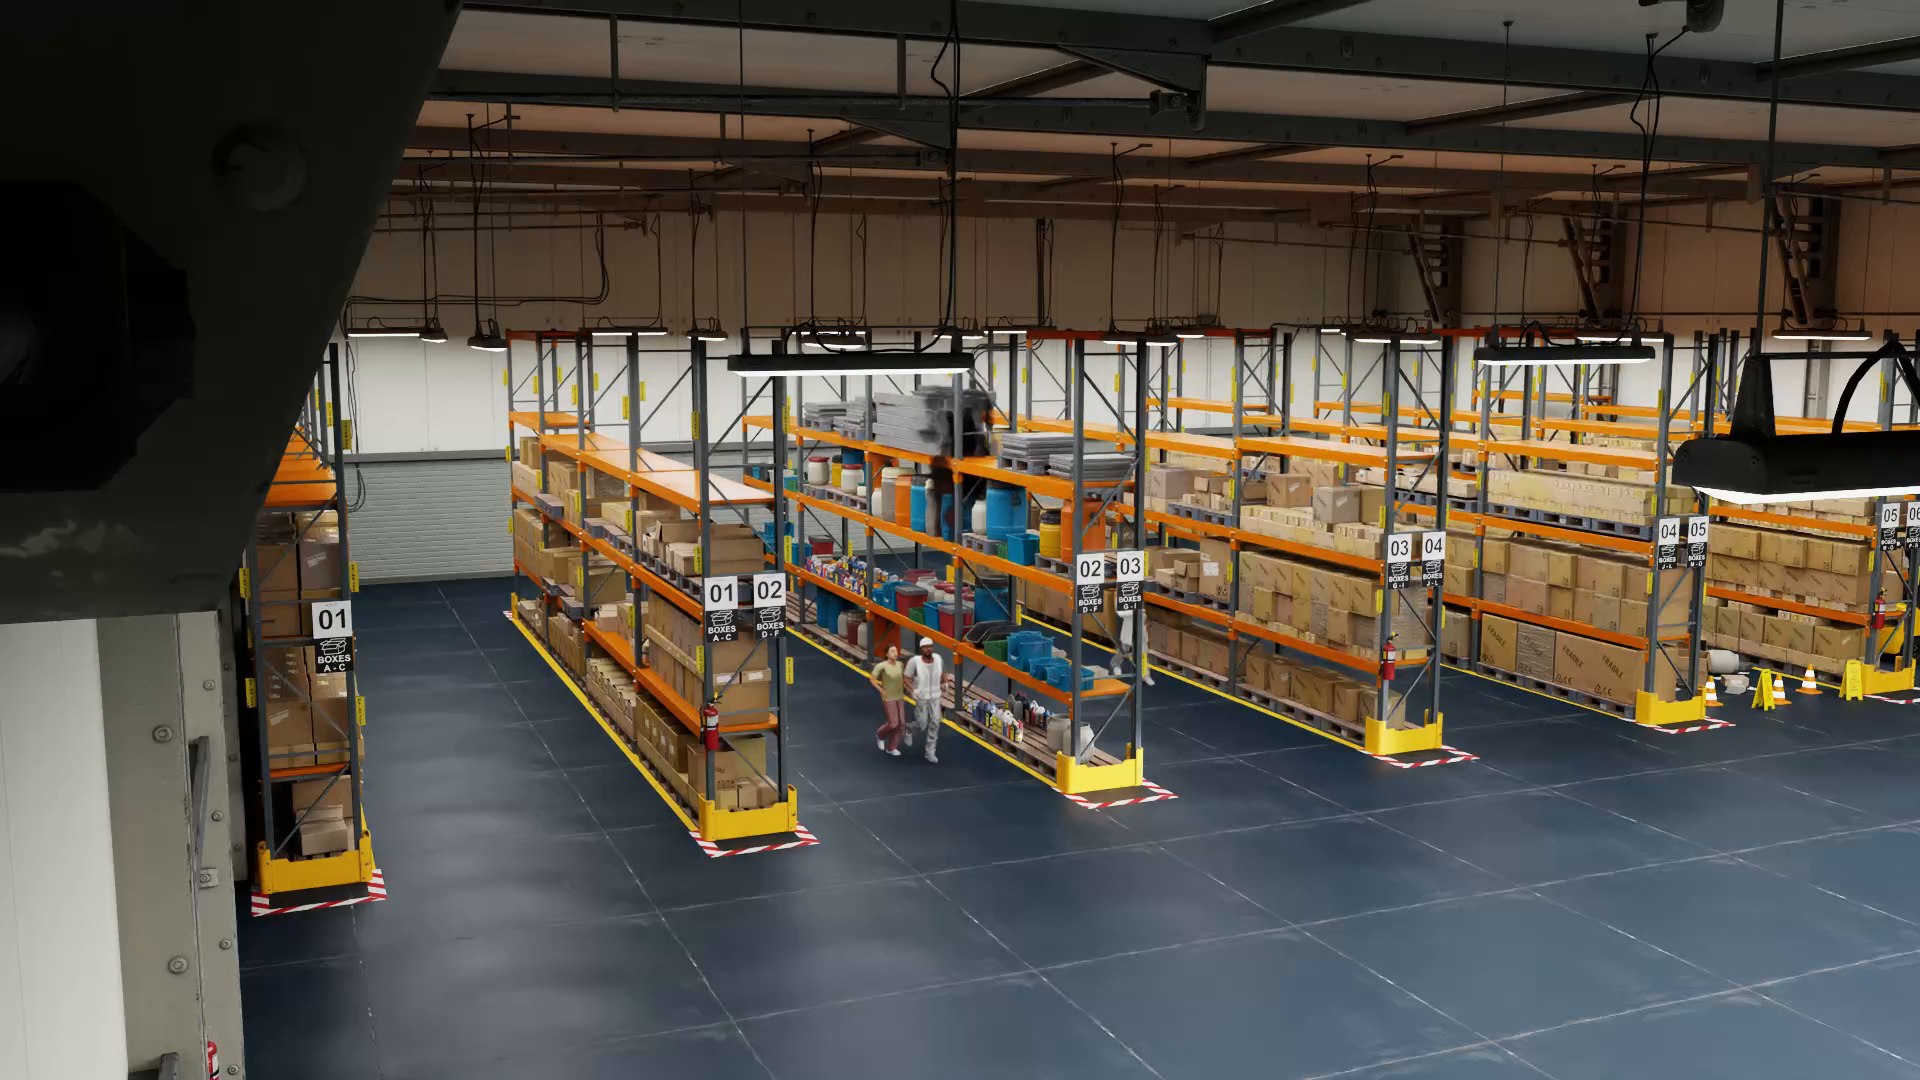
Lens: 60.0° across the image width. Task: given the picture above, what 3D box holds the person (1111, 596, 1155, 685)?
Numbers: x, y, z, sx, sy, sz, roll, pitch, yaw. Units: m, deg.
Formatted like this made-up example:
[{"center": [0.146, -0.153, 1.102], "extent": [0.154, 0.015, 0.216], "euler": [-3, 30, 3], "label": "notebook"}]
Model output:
[{"center": [2.977, 1.643, 28.641], "extent": [0.704, 1.585, 1.036], "euler": [-4, 9, -29], "label": "person"}]

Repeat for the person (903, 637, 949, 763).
[{"center": [-0.487, 2.247, 23.781], "extent": [0.685, 1.766, 0.777], "euler": [-4, 9, -24], "label": "person"}]

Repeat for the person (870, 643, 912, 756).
[{"center": [-0.967, 2.287, 23.869], "extent": [0.576, 1.622, 0.557], "euler": [-6, 10, -37], "label": "person"}]
